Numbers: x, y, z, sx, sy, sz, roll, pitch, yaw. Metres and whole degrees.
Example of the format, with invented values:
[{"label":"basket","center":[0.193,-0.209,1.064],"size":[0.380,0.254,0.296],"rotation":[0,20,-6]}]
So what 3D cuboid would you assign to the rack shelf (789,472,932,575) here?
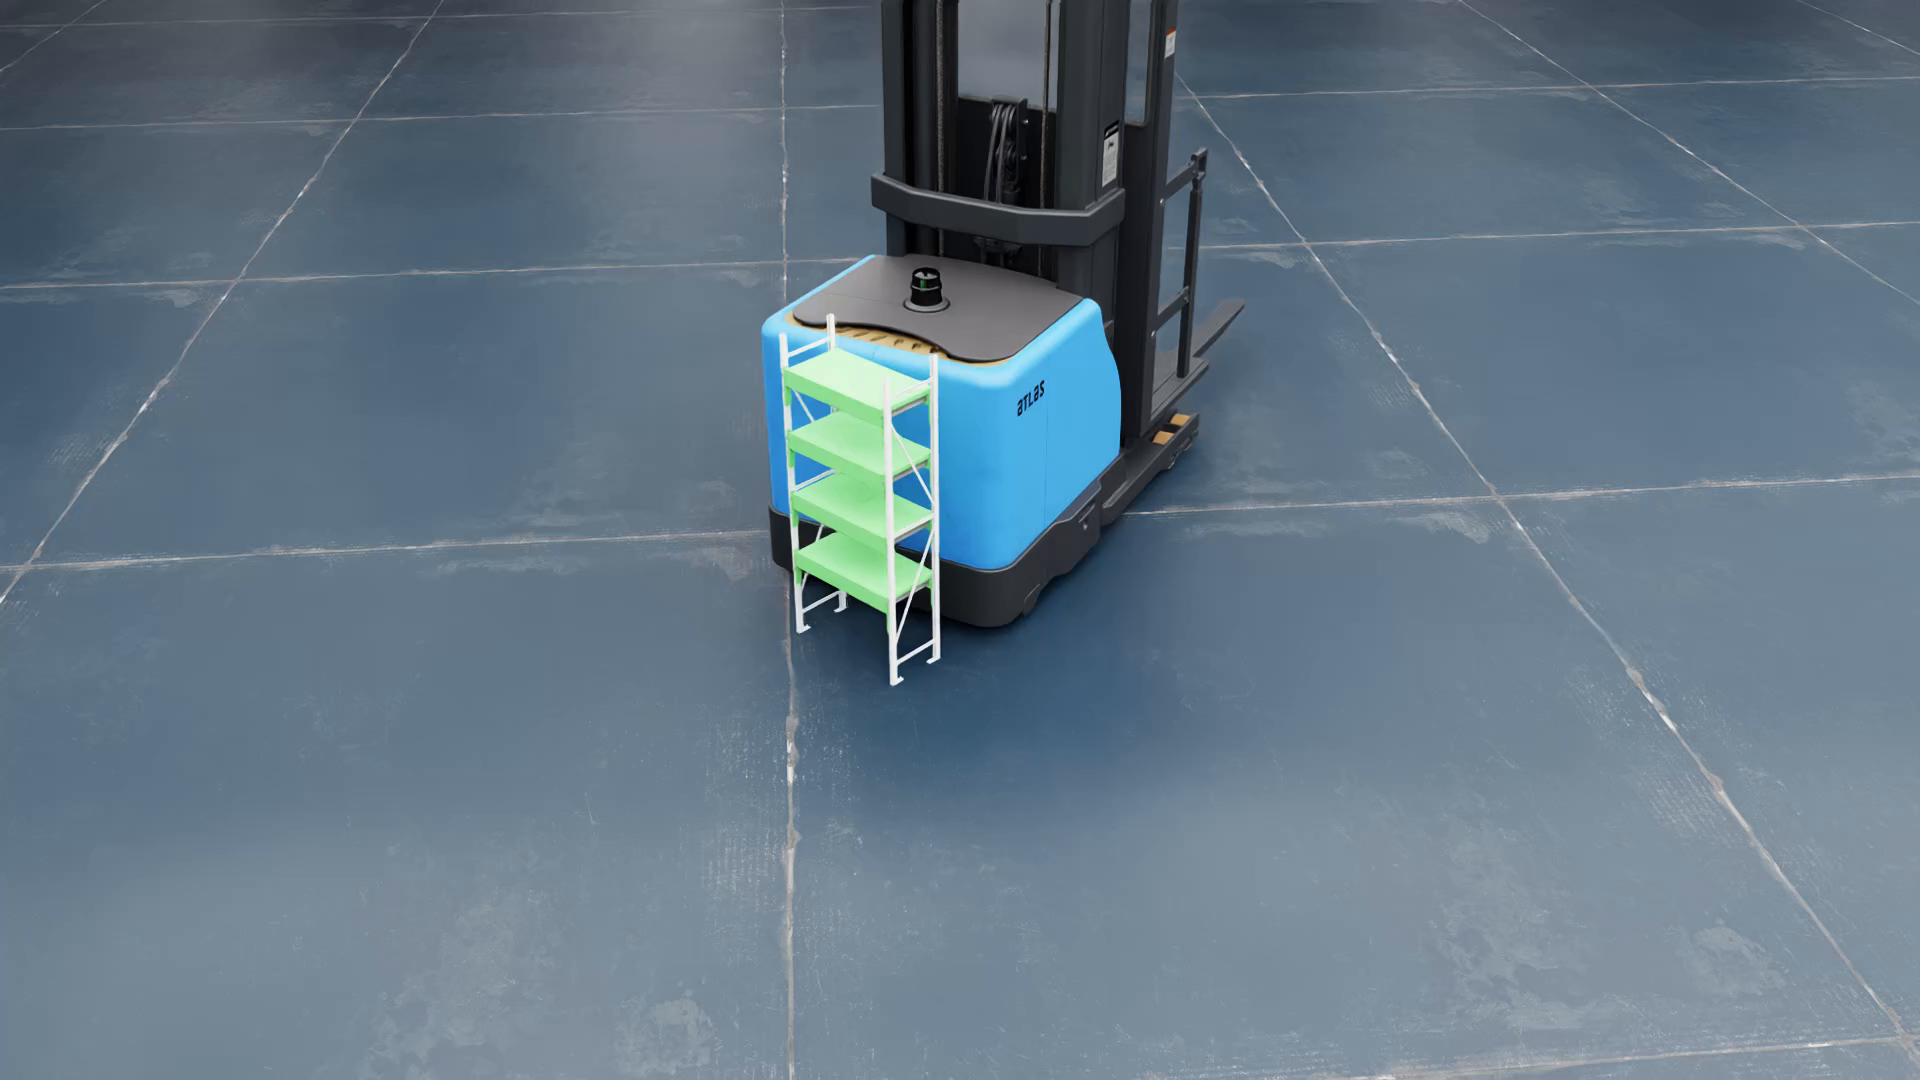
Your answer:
[{"label":"rack shelf","center":[-0.339,-0.074,5.829],"size":[0.480,0.148,0.258],"rotation":[25,39,36]}]

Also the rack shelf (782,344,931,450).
[{"label":"rack shelf","center":[-0.339,-0.487,5.583],"size":[0.480,0.148,0.258],"rotation":[25,39,36]}]

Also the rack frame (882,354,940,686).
[{"label":"rack frame","center":[-0.160,-0.044,5.654],"size":[0.015,1.200,0.240],"rotation":[25,39,36]}]

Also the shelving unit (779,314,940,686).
[{"label":"shelving unit","center":[-0.339,-0.129,5.796],"size":[0.503,1.200,0.258],"rotation":[25,39,36]}]

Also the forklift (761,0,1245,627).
[{"label":"forklift","center":[0.411,-1.667,6.683],"size":[1.130,2.935,3.031],"rotation":[16,34,24]}]

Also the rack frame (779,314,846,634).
[{"label":"rack frame","center":[-0.519,-0.214,5.939],"size":[0.015,1.200,0.240],"rotation":[25,39,36]}]

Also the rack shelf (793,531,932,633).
[{"label":"rack shelf","center":[-0.339,0.132,5.952],"size":[0.480,0.148,0.258],"rotation":[25,39,36]}]

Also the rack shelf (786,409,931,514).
[{"label":"rack shelf","center":[-0.339,-0.280,5.706],"size":[0.480,0.148,0.258],"rotation":[25,39,36]}]
